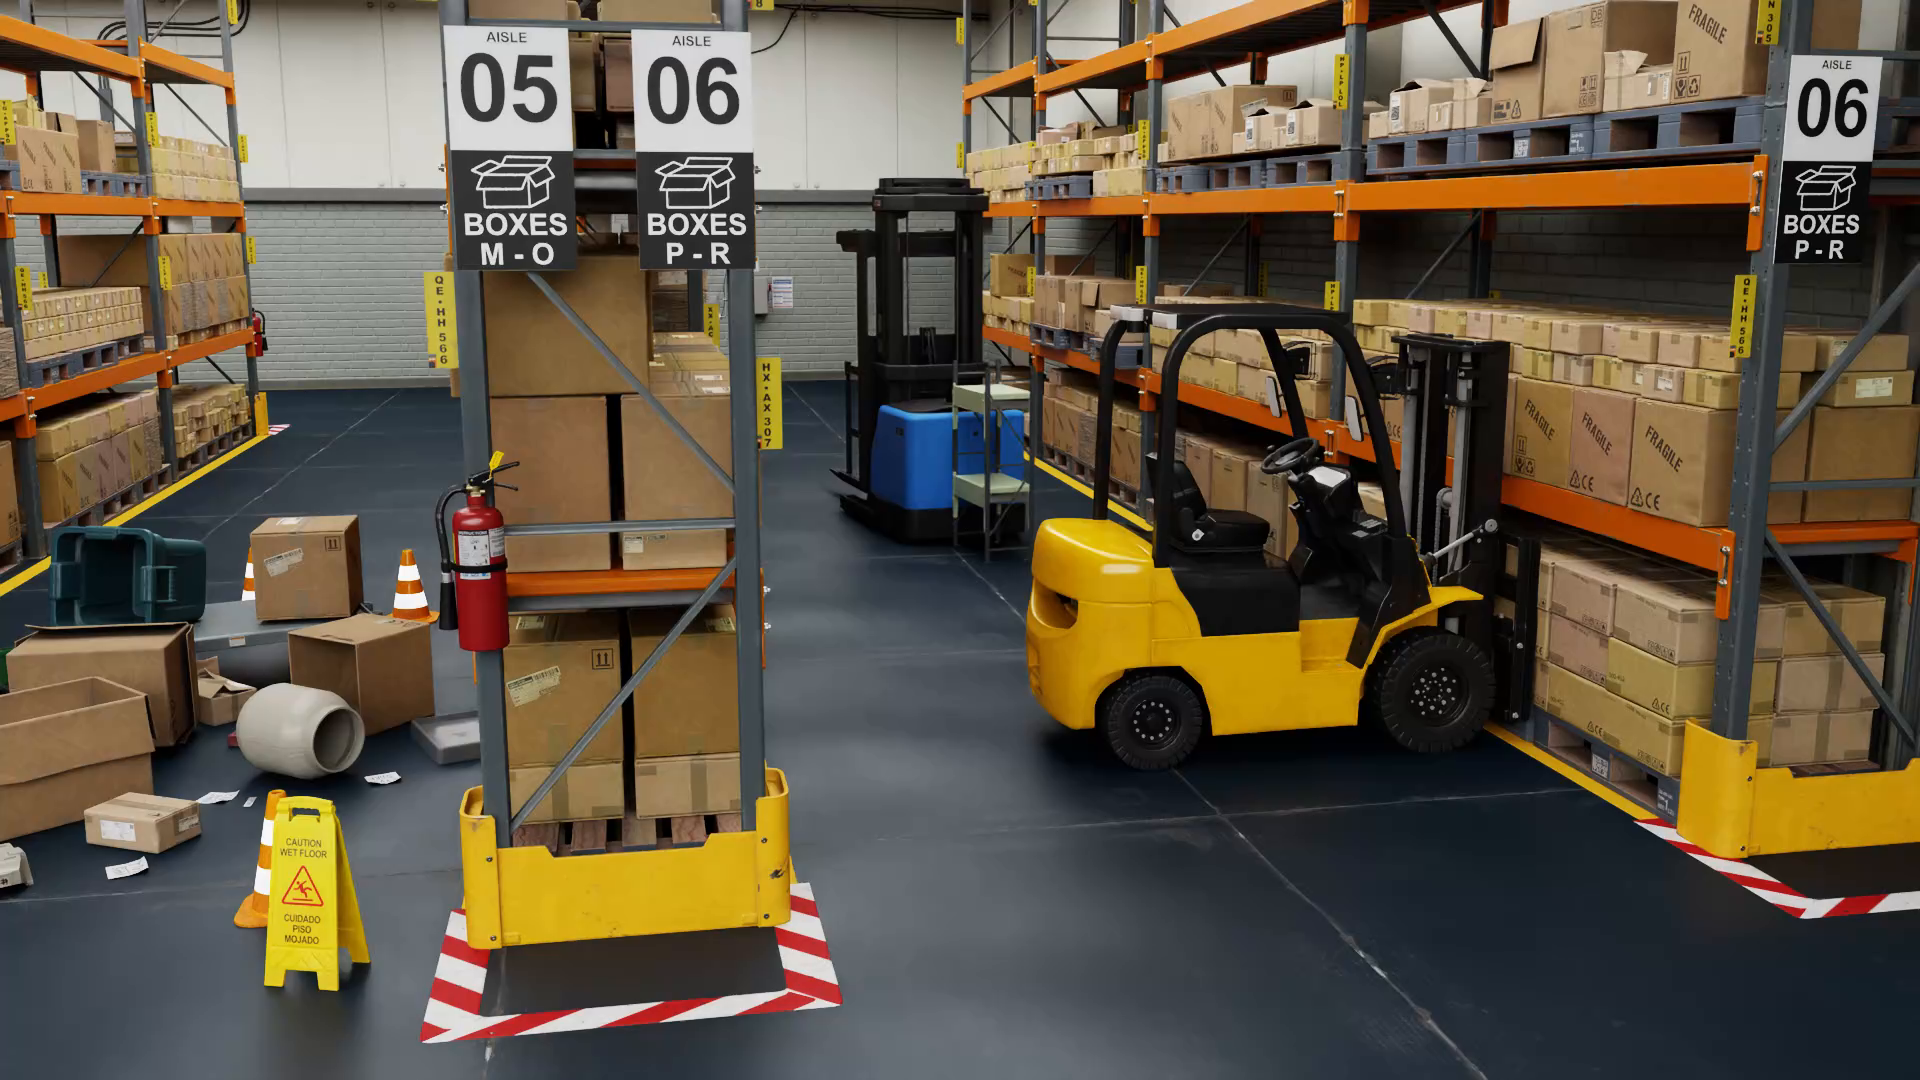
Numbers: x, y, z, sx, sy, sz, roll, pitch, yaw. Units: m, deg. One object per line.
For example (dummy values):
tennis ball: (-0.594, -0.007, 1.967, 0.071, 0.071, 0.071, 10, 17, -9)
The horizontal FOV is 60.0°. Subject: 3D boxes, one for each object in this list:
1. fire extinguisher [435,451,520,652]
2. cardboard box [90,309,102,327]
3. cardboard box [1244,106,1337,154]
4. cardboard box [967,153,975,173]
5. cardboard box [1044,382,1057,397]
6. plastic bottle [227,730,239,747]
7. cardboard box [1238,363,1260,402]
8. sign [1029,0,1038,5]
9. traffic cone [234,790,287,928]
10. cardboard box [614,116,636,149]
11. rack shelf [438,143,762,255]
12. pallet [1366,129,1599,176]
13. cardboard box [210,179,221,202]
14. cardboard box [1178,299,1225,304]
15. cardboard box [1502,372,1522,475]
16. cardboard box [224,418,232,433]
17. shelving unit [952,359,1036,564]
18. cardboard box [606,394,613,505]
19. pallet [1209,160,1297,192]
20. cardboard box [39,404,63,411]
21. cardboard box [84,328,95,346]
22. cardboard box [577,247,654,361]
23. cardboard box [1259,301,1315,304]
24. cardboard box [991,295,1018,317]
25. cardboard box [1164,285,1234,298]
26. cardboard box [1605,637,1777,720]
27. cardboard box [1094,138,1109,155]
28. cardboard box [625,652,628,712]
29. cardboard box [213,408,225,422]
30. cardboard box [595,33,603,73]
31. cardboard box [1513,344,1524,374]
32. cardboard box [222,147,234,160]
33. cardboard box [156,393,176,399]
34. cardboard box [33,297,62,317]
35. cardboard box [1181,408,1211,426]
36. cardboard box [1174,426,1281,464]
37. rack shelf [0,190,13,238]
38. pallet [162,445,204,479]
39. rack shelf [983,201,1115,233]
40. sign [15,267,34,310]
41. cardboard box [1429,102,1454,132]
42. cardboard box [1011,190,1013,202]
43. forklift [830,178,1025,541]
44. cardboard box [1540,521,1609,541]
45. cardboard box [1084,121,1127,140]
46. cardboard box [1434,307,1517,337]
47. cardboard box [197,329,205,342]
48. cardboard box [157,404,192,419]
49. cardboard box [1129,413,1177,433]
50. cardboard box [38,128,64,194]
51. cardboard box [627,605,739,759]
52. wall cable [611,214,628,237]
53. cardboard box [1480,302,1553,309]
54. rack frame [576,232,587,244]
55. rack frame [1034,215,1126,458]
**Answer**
fire extinguisher: (-1.645, 0.036, 5.693, 0.296, 0.674, 0.183, -2, 11, -11)
cardboard box: (-7.854, -1.964, 14.745, 0.380, 0.149, 0.250, -2, 11, -11)
cardboard box: (2.345, -2.905, 11.760, 0.500, 0.311, 0.500, -3, 11, -13)
cardboard box: (0.381, -4.857, 21.437, 0.500, 0.250, 0.500, -2, 11, -12)
cardboard box: (1.127, -1.644, 18.136, 0.380, 0.149, 0.250, -2, 11, -8)
plastic bottle: (-3.582, 0.975, 8.411, 0.133, 0.061, 0.283, 0, 11, -1)
cardboard box: (2.350, -1.148, 12.108, 0.500, 0.250, 0.500, -2, 11, -11)
sign: (0.783, -5.850, 17.658, 0.100, 0.325, 0.005, -2, 11, -11)
traffic cone: (-2.565, 1.174, 6.289, 0.336, 0.463, 0.334, -2, 11, -11)
cardboard box: (-1.101, -1.508, 6.245, 0.380, 0.149, 0.250, -2, 11, -13)
rack shelf: (-1.605, -1.527, 7.598, 1.077, 0.370, 4.000, -2, 11, -11)
pallet: (3.066, -2.229, 9.601, 1.003, 0.211, 1.213, -2, 11, -11)
cardboard box: (-8.626, -3.917, 18.634, 0.500, 0.250, 0.500, -2, 11, -9)
cardboard box: (1.998, -1.892, 13.612, 0.380, 0.149, 0.250, -2, 11, -9)
cardboard box: (2.999, -0.632, 8.728, 0.500, 0.500, 0.500, -2, 11, -11)
cardboard box: (-8.568, -1.308, 19.050, 0.380, 0.149, 0.250, -3, 11, -14)
shelving unit: (0.257, -0.632, 13.006, 0.431, 1.500, 0.755, -4, 11, -19)
cardboard box: (-1.684, -0.417, 6.801, 0.500, 0.500, 0.500, -2, 11, -11)
pallet: (2.537, -2.743, 12.568, 1.003, 0.211, 1.213, -2, 11, -8)
cardboard box: (-8.300, -1.053, 14.761, 0.500, 0.250, 0.500, -2, 11, -9)
cardboard box: (-7.806, -1.772, 14.532, 0.380, 0.149, 0.250, -2, 11, -13)
cardboard box: (-1.781, -1.092, 7.672, 0.700, 0.500, 0.500, -2, 11, -11)
cardboard box: (2.600, -1.817, 13.218, 0.380, 0.149, 0.250, -2, 11, -11)
cardboard box: (0.685, -2.857, 20.289, 0.500, 0.250, 0.500, -2, 11, -13)
cardboard box: (2.150, -2.044, 15.022, 0.500, 0.500, 0.500, -2, 11, -8)
cardboard box: (3.251, 0.600, 7.416, 0.500, 0.250, 0.500, -2, 11, -12)
cardboard box: (1.487, -3.720, 15.738, 0.380, 0.149, 0.250, -2, 11, -11)
cardboard box: (-1.923, 0.684, 8.313, 0.500, 0.250, 0.500, -2, 11, -12)
cardboard box: (-8.533, -1.404, 18.756, 0.380, 0.149, 0.250, -2, 11, -8)
cardboard box: (-1.716, -2.070, 7.069, 0.380, 0.149, 0.250, -2, 11, -13)
cardboard box: (3.077, -0.926, 8.536, 0.380, 0.149, 0.250, -2, 11, -11)
cardboard box: (-8.811, -4.567, 19.644, 0.380, 0.149, 0.250, -2, 11, -12)
cardboard box: (-9.126, -1.575, 18.858, 0.380, 0.149, 0.250, -2, 11, -9)
cardboard box: (-7.656, -1.919, 13.712, 0.380, 0.149, 0.250, -3, 11, -13)
cardboard box: (2.275, -1.142, 15.502, 0.380, 0.149, 0.250, -2, 11, -9)
cardboard box: (2.204, -0.613, 14.124, 0.875, 0.625, 0.625, -2, 11, -9)
rack shelf: (-7.218, -2.062, 10.409, 1.077, 0.370, 4.000, -2, 11, -11)
pallet: (-8.551, -0.794, 17.305, 1.003, 0.211, 1.213, -2, 11, -11)
rack shelf: (0.930, -3.909, 20.113, 1.077, 0.370, 4.000, -2, 11, -11)
sign: (-7.064, -1.898, 12.551, 0.100, 0.325, 0.005, -2, 11, -11)
cardboard box: (2.813, -2.326, 9.154, 0.380, 0.149, 0.250, -2, 11, -9)
cardboard box: (0.804, -4.017, 19.430, 0.380, 0.149, 0.250, -2, 11, -9)
forklift: (-0.436, -1.668, 14.623, 1.130, 2.935, 3.031, -4, 11, -19)
cardboard box: (3.464, 0.059, 8.919, 0.500, 0.250, 0.500, -2, 11, -12)
cardboard box: (1.529, -4.276, 17.497, 0.396, 0.266, 0.258, -2, 11, -11)
cardboard box: (2.870, -1.211, 9.237, 0.380, 0.149, 0.250, -2, 11, -12)
cardboard box: (-8.423, -2.222, 18.023, 0.380, 0.149, 0.250, -2, 11, -8)
cardboard box: (-8.415, -1.355, 17.705, 0.380, 0.149, 0.250, -2, 11, -12)
cardboard box: (1.752, -1.067, 15.106, 0.380, 0.149, 0.250, -3, 11, -14)
cardboard box: (-7.562, -3.037, 13.341, 0.500, 0.500, 0.500, -2, 11, -11)
cardboard box: (-1.106, 0.574, 6.885, 0.500, 0.500, 0.500, -3, 11, -13)
wall cable: (-5.447, -4.522, 26.633, 0.585, 1.953, 0.123, -2, 11, -11)
cardboard box: (3.306, -1.325, 9.840, 0.380, 0.149, 0.250, -2, 11, -12)
rack frame: (-2.772, -1.507, 13.593, 1.000, 3.000, 0.127, -2, 11, -11)
rack frame: (1.319, -2.422, 18.399, 1.000, 3.000, 0.127, -2, 11, -11)
